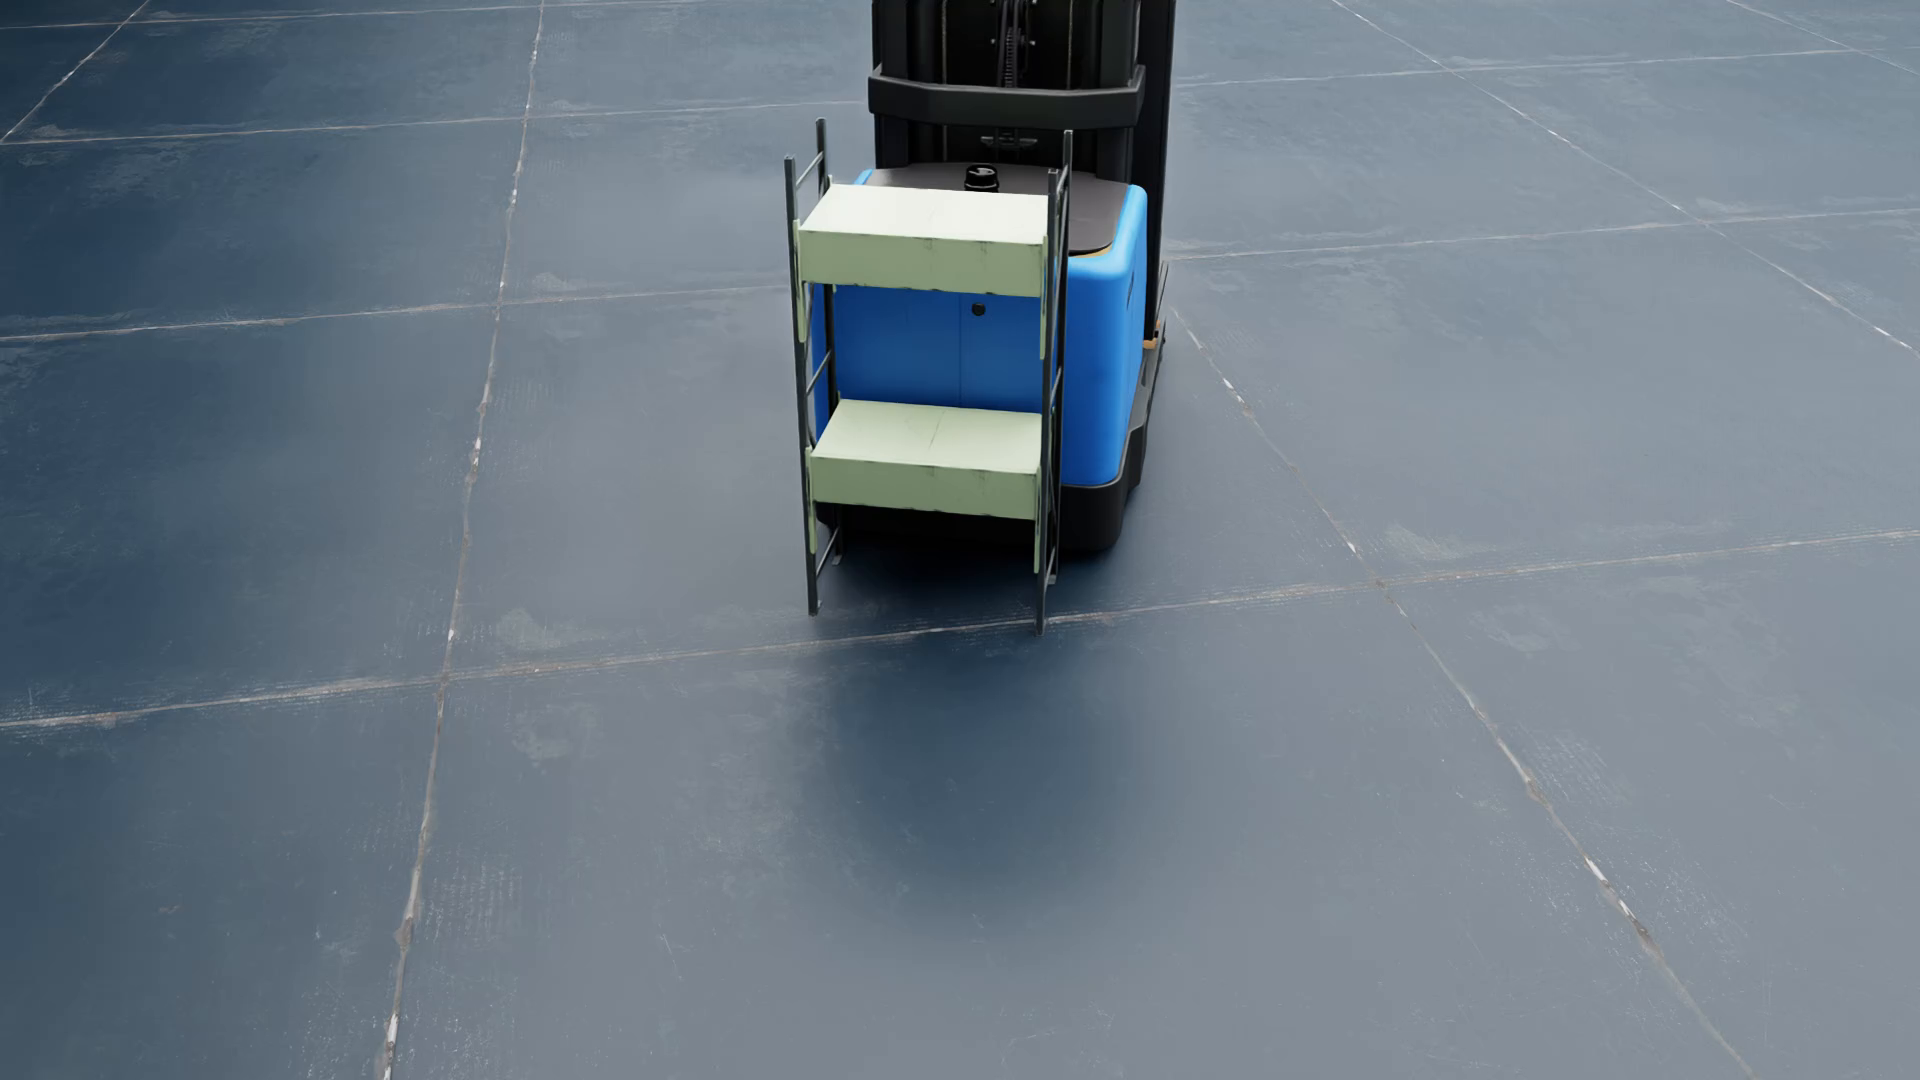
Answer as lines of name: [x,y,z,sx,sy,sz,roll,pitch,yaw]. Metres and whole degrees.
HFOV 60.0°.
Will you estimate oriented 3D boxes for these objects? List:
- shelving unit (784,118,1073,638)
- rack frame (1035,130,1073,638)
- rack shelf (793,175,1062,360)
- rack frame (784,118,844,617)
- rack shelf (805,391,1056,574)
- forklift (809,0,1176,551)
shelving unit: [-0.079,-0.470,5.069,0.755,1.500,0.431,5,31,8]
rack frame: [0.281,-0.439,5.016,0.023,1.500,0.400,5,31,8]
rack shelf: [-0.079,-0.806,4.871,0.720,0.370,0.431,5,31,8]
rack frame: [-0.440,-0.501,5.122,0.023,1.500,0.400,5,31,8]
rack shelf: [-0.079,-0.189,5.234,0.720,0.370,0.431,5,31,8]
forklift: [0.268,-1.959,6.189,1.130,2.935,3.031,5,31,9]
